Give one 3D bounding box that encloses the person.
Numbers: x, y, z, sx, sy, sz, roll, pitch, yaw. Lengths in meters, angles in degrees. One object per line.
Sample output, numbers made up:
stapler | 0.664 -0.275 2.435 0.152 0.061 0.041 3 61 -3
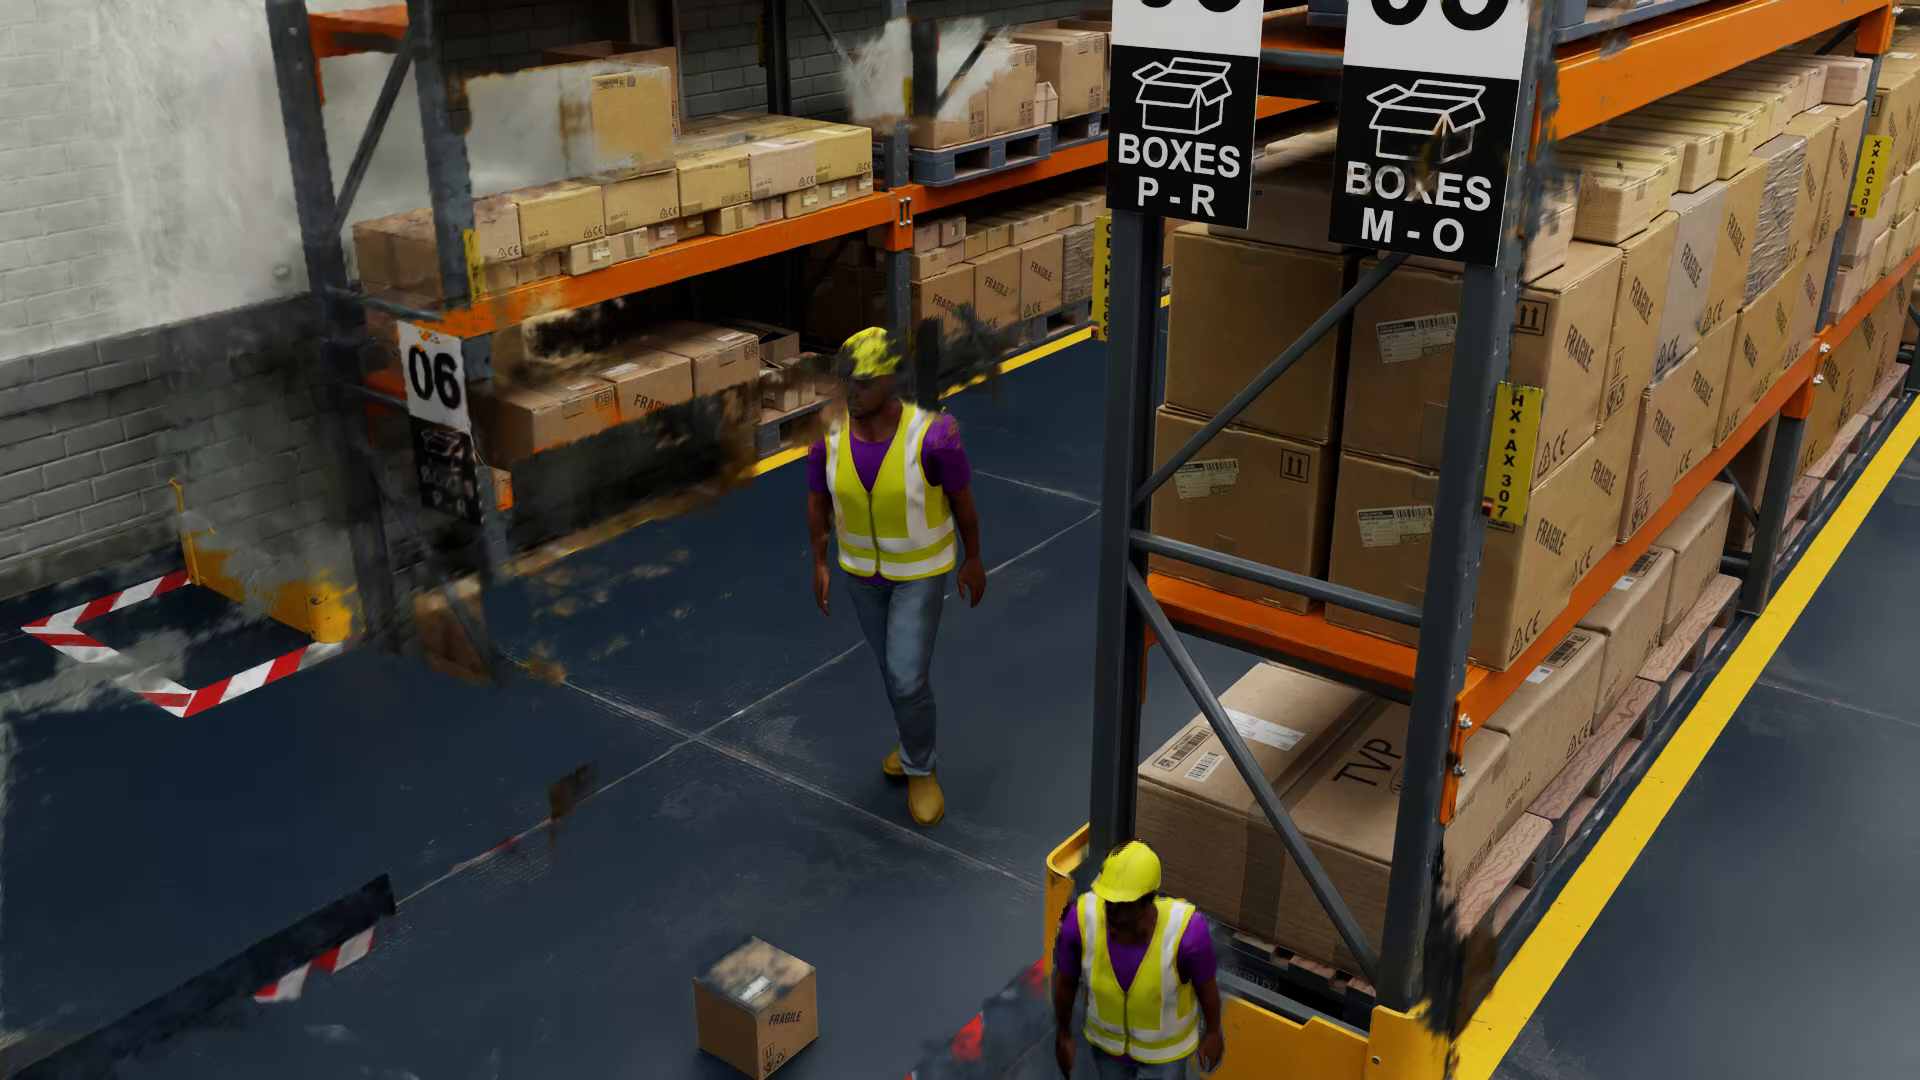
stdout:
person | -0.241 0.118 5.837 0.607 1.804 0.590 10 25 22
